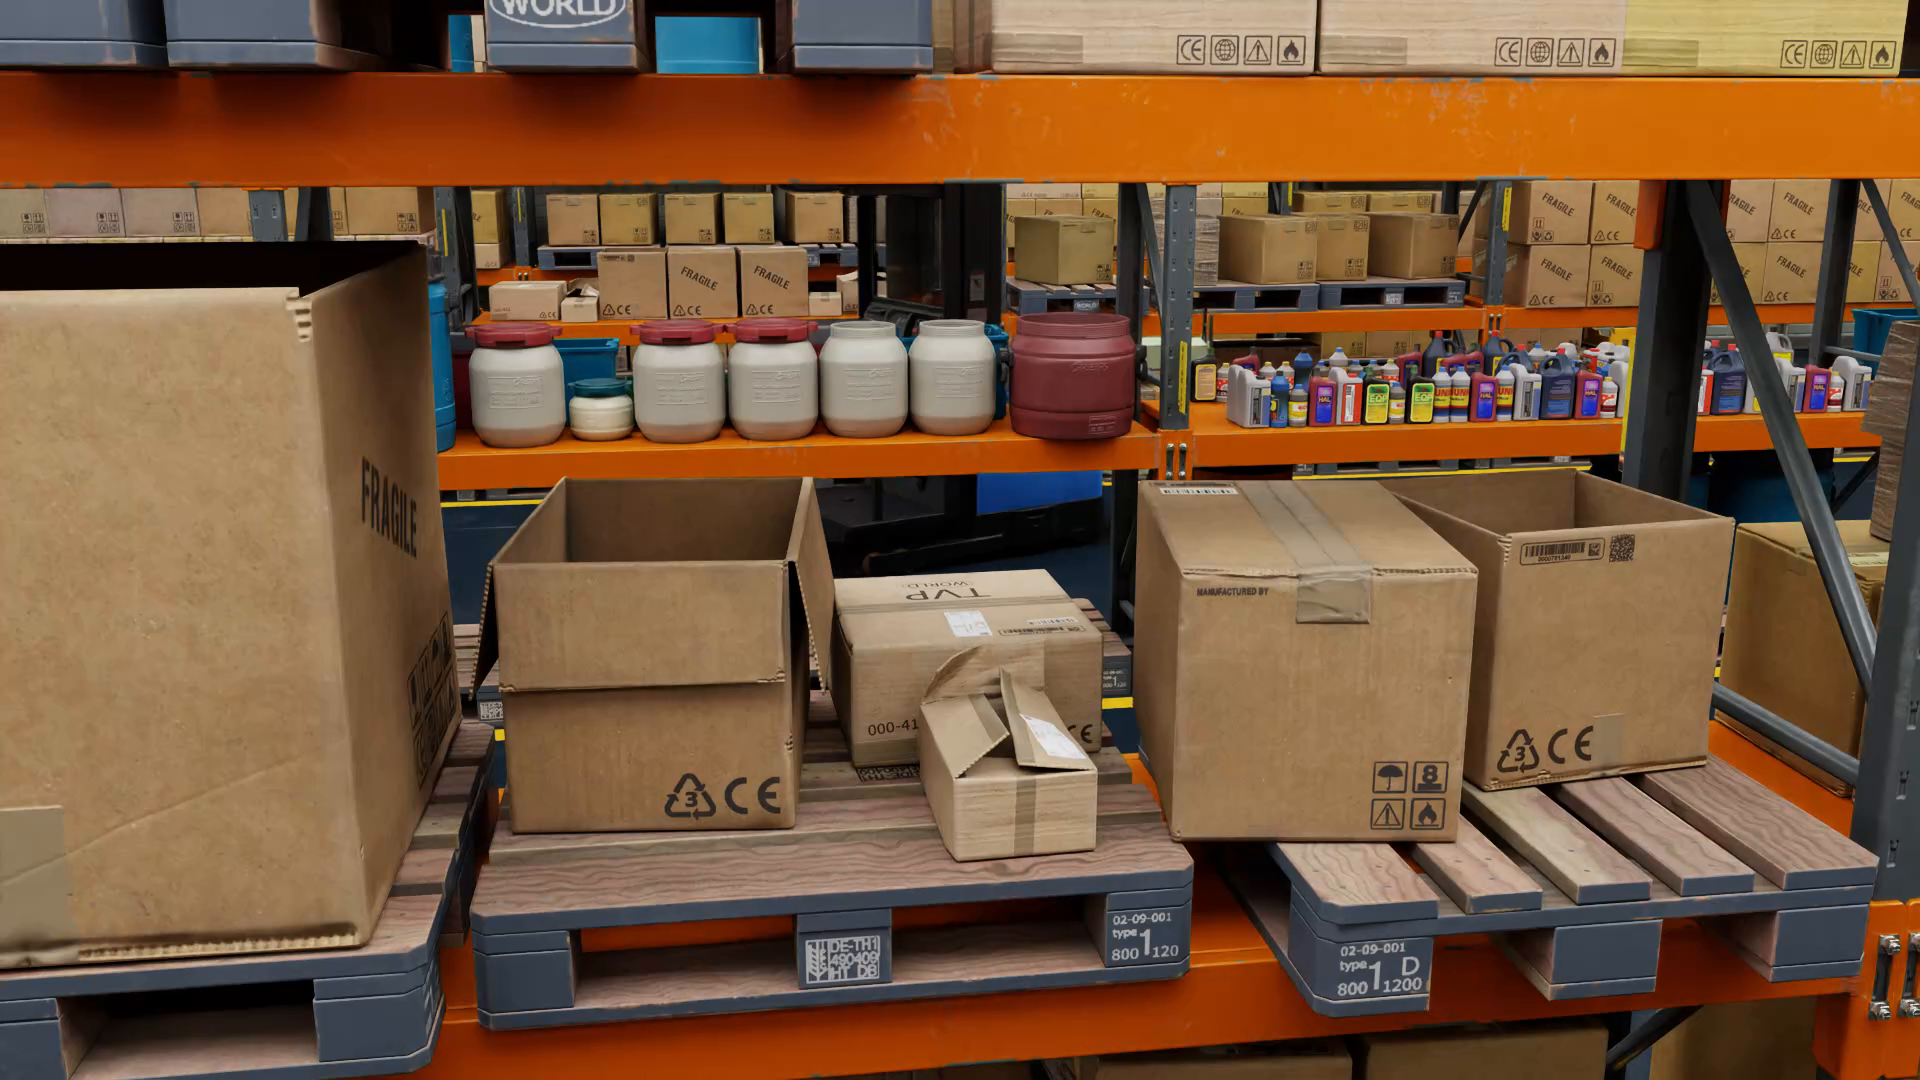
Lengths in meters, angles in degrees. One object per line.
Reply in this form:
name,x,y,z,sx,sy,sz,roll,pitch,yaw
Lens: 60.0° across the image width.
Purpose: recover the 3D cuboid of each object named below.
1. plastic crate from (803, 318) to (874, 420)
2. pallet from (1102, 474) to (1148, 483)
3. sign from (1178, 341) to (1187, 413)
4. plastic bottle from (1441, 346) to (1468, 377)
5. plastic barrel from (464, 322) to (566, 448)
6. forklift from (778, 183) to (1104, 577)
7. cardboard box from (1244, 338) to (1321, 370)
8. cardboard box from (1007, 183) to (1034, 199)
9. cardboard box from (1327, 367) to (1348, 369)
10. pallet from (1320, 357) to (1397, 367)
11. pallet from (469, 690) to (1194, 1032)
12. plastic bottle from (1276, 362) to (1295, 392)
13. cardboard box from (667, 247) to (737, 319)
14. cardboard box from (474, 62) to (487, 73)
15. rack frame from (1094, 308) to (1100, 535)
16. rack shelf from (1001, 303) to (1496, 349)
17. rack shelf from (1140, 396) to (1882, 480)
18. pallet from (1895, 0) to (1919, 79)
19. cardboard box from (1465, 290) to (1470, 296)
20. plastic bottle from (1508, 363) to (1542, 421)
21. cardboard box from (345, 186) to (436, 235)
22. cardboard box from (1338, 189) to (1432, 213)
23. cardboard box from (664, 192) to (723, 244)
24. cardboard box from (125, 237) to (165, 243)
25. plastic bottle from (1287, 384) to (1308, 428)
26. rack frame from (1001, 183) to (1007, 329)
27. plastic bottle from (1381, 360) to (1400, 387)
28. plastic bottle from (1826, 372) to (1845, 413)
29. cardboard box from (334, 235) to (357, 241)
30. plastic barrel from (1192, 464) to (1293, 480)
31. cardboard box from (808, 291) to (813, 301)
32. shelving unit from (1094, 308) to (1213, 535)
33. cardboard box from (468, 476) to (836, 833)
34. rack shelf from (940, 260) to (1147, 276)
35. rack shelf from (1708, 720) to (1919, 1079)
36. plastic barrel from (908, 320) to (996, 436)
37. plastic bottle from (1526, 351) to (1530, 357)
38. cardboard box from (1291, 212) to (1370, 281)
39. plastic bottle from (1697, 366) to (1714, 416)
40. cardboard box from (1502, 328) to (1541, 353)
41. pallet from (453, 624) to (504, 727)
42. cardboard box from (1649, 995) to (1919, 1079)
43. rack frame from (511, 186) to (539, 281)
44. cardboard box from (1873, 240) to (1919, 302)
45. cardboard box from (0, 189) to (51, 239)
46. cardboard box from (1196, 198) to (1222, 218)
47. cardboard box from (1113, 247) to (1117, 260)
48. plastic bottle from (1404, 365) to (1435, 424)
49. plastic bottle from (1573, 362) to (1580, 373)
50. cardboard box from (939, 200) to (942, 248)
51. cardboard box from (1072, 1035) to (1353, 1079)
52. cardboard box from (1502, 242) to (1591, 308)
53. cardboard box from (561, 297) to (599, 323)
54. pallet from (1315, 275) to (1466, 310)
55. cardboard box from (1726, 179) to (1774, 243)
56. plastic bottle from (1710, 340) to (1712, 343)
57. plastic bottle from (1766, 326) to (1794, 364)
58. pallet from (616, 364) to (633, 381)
plastic crate,-0.696,-0.857,8.340,0.583,0.464,0.402,-2,14,-8
pallet,0.957,-0.668,13.450,1.213,0.211,1.003,-2,14,-8
sign,1.036,-0.758,7.741,0.005,0.325,0.100,-2,14,-8
plastic bottle,2.618,-0.885,8.823,0.133,0.283,0.061,-2,14,-8
plastic barrel,-2.029,-0.714,7.621,0.433,0.535,0.433,0,14,0
forklift,-0.552,-1.325,10.481,3.031,2.935,1.130,-9,17,-32
cardboard box,2.665,-1.517,13.796,0.500,0.250,0.500,-2,14,-8
cardboard box,0.490,-3.734,17.545,0.500,0.250,0.500,-2,14,-9
cardboard box,3.128,-1.167,13.944,0.500,0.500,0.500,-2,14,-7
pallet,4.190,-1.995,18.742,1.213,0.211,1.003,-2,14,-8
pallet,-0.266,0.555,3.235,1.213,0.211,1.003,-2,14,-8
plastic bottle,1.725,-0.843,8.826,0.097,0.201,0.097,0,14,0
cardboard box,-1.964,-1.967,12.693,0.500,0.500,0.500,-2,14,-8
cardboard box,-4.949,-4.484,16.522,0.500,0.500,0.500,-2,14,-7
rack frame,0.938,-0.814,11.383,0.023,1.500,0.400,0,14,2
rack shelf,2.191,-1.726,13.416,4.000,0.370,1.077,-2,14,-8
rack shelf,2.925,-0.534,8.664,4.000,0.370,1.077,-2,14,-8
pallet,2.314,-1.019,3.339,1.003,0.211,1.213,-1,14,-6
cardboard box,5.799,-2.756,18.986,0.250,0.149,0.380,-2,14,-8
plastic bottle,2.795,-0.739,8.256,0.135,0.276,0.152,-2,14,-8
cardboard box,-4.180,-2.517,12.221,0.500,0.500,0.700,-2,14,-8
cardboard box,4.688,-3.525,18.494,0.700,0.700,0.980,-2,14,-10
cardboard box,-2.776,-3.371,17.386,0.500,0.500,0.700,0,14,-1
cardboard box,-5.757,-2.093,11.864,0.250,0.149,0.380,-2,14,-8
plastic bottle,1.638,-0.653,8.069,0.097,0.201,0.097,0,14,0
rack frame,0.213,-2.002,13.039,0.127,3.000,1.000,-2,14,-8
plastic bottle,2.303,-0.864,8.911,0.097,0.201,0.097,0,14,0
plastic bottle,4.450,-0.756,8.480,0.097,0.201,0.097,0,14,0
cardboard box,-4.483,-2.140,12.051,0.250,0.149,0.380,-3,14,-10
plastic barrel,1.428,0.016,8.588,0.708,0.830,0.600,-2,14,-8
cardboard box,-1.806,-2.514,17.773,0.500,0.250,0.500,-2,14,-7
shelving unit,1.303,-0.811,11.372,0.755,1.500,0.431,0,14,2
cardboard box,-0.570,0.187,3.235,0.637,0.503,0.797,-1,14,-3
rack shelf,1.449,-2.917,18.167,4.000,0.370,1.077,-2,14,-8
rack shelf,3.663,0.657,3.914,4.000,0.370,1.077,-2,14,-8
plastic barrel,-0.038,-0.776,7.921,0.421,0.512,0.421,0,14,0
plastic bottle,3.028,-0.925,9.008,0.097,0.271,0.097,0,14,0
cardboard box,2.996,-2.396,13.540,0.500,0.500,0.700,0,14,1
plastic bottle,3.701,-0.772,8.388,0.135,0.276,0.152,-2,14,-8
cardboard box,6.210,-2.407,18.930,0.500,0.500,0.700,-2,14,-8
pallet,-2.237,0.649,8.200,1.213,0.211,1.003,-2,14,-8
cardboard box,2.371,1.188,3.824,0.875,0.875,1.225,-3,14,-11
rack frame,-4.484,-3.049,17.212,0.127,3.000,1.000,-2,14,-8
cardboard box,7.721,-2.259,13.857,0.500,0.500,0.500,-2,14,-7
cardboard box,-6.663,-2.426,11.857,0.500,0.500,0.700,-2,14,-10
cardboard box,2.505,-3.443,17.926,0.500,0.500,0.500,-2,14,-8
cardboard box,1.607,-3.104,17.907,0.250,0.149,0.380,-2,14,-7
plastic bottle,2.248,-0.711,8.130,0.133,0.283,0.061,-2,14,-8
plastic bottle,3.087,-0.755,8.332,0.097,0.271,0.097,0,14,0
cardboard box,-0.010,-3.352,17.564,0.500,0.500,0.500,-2,14,-7
cardboard box,0.504,1.069,3.485,0.500,0.250,0.500,0,14,-2
cardboard box,4.713,-2.149,13.417,0.500,0.500,0.500,-2,14,-7
cardboard box,-2.836,-1.718,12.424,0.250,0.149,0.380,-2,14,-8
pallet,3.362,-2.051,13.630,1.213,0.211,1.003,-2,14,-8
cardboard box,6.205,-2.686,13.506,0.500,0.500,0.500,-2,14,-7
plastic bottle,4.137,-0.966,9.170,0.097,0.271,0.097,0,14,0
plastic bottle,4.466,-0.995,9.126,0.185,0.351,0.144,-2,14,-8
pallet,-3.714,-1.725,17.665,1.213,0.211,1.003,-2,14,-8
